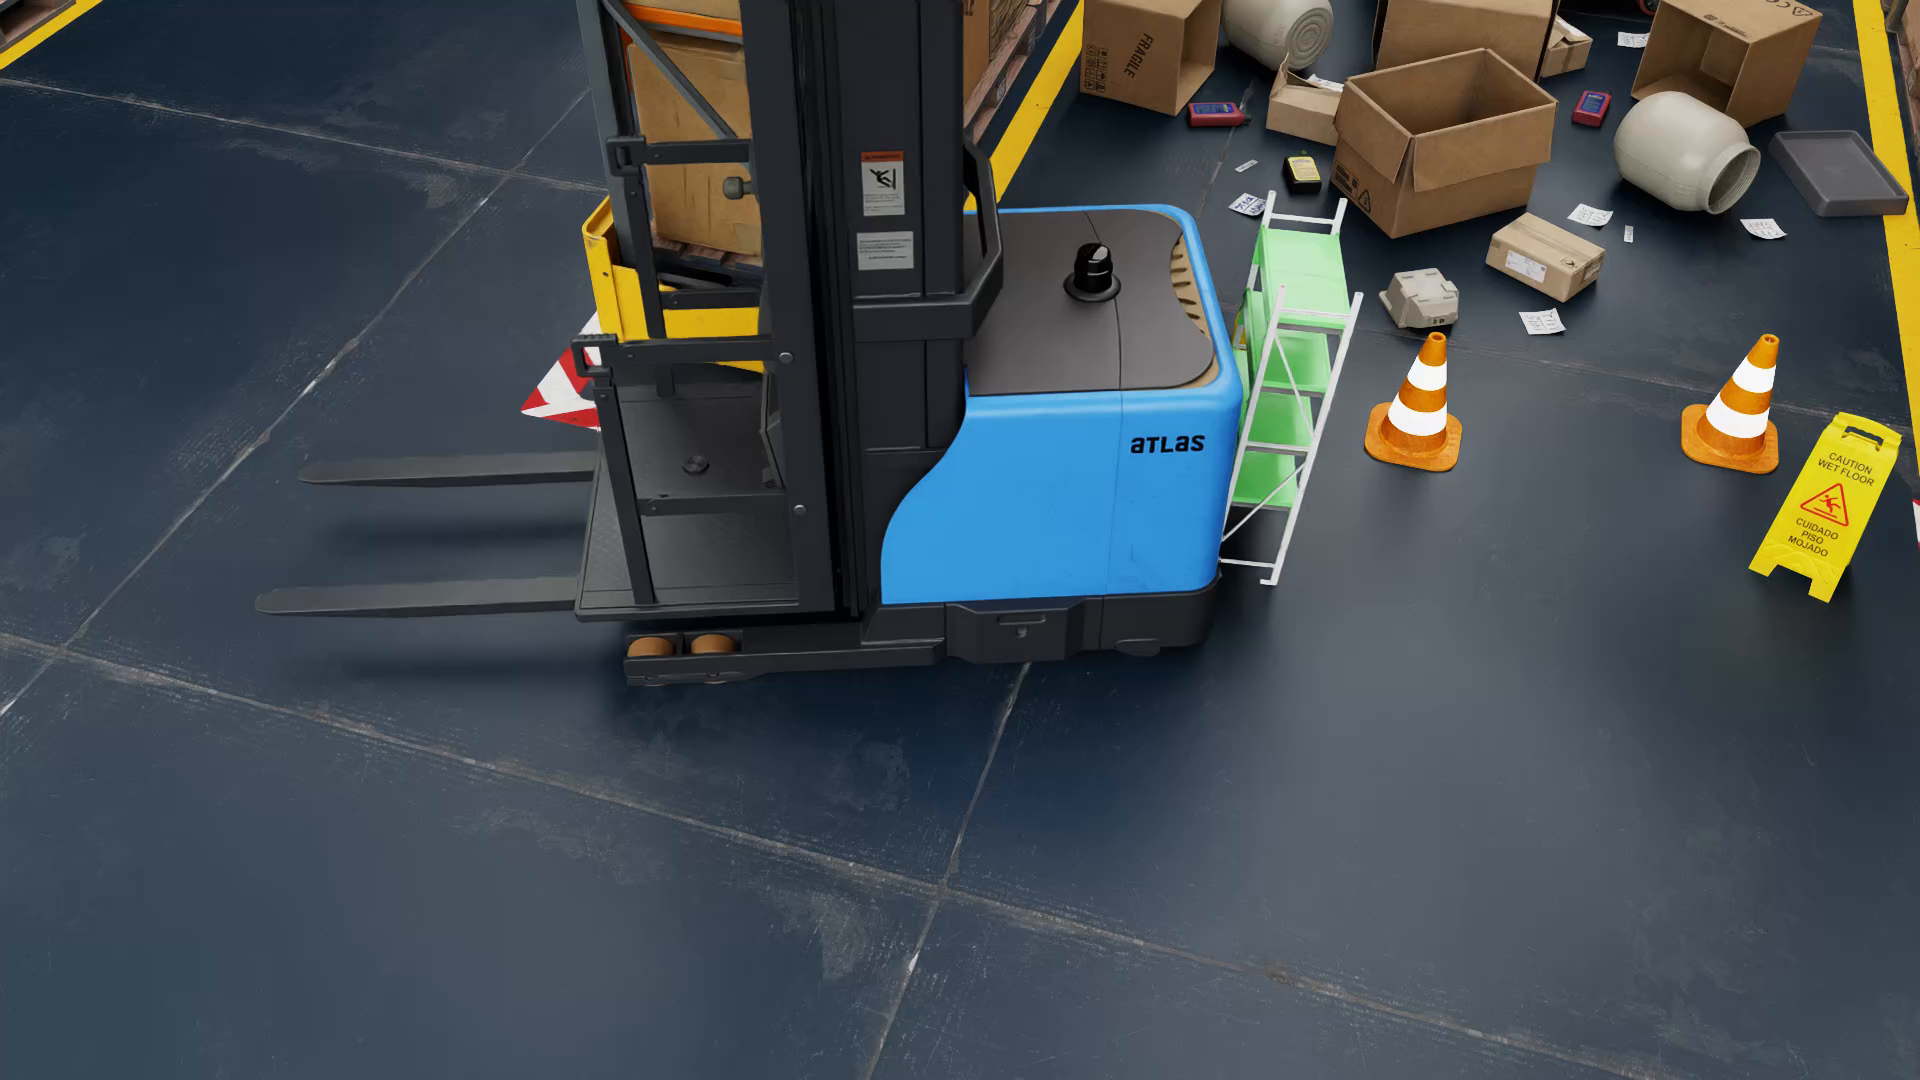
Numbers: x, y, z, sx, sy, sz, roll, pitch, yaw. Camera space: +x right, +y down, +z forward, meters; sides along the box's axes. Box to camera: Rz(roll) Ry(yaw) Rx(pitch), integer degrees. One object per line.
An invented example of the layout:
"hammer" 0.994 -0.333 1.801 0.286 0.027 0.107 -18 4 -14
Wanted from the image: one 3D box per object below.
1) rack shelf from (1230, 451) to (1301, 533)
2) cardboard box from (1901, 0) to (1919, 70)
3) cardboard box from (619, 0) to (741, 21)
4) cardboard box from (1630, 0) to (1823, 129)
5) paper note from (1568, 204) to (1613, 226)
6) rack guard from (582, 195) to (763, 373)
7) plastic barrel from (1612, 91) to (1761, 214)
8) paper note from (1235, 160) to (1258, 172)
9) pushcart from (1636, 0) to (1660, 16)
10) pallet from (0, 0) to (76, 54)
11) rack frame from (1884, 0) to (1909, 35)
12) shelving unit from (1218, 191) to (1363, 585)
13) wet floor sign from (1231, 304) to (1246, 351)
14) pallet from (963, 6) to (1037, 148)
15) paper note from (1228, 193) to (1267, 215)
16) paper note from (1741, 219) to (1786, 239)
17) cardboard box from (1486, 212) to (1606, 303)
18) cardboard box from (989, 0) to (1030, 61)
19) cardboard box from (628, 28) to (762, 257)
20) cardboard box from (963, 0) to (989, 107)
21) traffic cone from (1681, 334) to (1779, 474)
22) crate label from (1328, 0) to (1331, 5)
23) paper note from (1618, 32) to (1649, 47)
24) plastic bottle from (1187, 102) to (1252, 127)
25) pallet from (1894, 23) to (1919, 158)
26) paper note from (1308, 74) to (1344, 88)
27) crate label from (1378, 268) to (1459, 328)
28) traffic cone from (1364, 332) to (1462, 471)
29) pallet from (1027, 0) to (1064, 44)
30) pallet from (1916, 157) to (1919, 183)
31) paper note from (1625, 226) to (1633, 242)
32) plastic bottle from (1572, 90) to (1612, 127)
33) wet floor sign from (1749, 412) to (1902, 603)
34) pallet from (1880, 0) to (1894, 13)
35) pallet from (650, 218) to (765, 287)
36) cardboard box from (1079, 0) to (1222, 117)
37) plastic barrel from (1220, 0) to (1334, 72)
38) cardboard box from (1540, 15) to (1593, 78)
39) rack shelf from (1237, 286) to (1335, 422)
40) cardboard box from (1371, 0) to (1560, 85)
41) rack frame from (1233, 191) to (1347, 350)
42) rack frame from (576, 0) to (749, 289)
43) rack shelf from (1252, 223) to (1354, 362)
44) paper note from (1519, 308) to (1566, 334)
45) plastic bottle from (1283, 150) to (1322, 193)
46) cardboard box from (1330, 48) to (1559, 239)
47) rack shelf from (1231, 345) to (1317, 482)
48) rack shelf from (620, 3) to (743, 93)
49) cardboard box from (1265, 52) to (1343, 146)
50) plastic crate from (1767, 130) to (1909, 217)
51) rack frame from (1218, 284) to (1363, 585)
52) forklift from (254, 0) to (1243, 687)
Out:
"rack shelf" 0.984 -0.245 5.563 0.258 0.148 0.480 6 45 0
"cardboard box" 4.707 -2.379 7.702 0.500 0.250 0.500 11 45 11
"cardboard box" -0.747 -2.173 5.719 0.875 0.550 0.550 13 46 13
"cardboard box" 3.522 -2.229 7.669 0.500 0.500 0.500 -24 49 -22
"paper note" 2.721 -1.403 7.170 0.148 0.019 0.142 28 51 26
"rack guard" -0.824 -0.953 6.367 1.175 0.500 0.348 13 46 13
"plastic barrel" 3.114 -1.658 7.142 0.421 0.421 0.512 -24 49 -22
"paper note" 1.285 -1.678 7.458 0.123 0.001 0.032 -33 53 -29
"pushcart" 2.955 -3.060 8.608 1.648 0.377 0.936 -2 44 -2
"pallet" -5.210 -2.569 8.224 1.003 0.211 1.213 13 46 13
"rack frame" 5.143 -3.548 7.231 1.000 3.000 0.127 13 46 13
"shelving unit" 1.007 -0.460 5.350 0.258 1.200 0.503 6 45 0
"wet floor sign" 1.062 -0.583 5.884 0.267 0.644 0.232 5 45 5
"pallet" -0.278 -2.226 7.874 1.003 0.211 1.213 13 46 13
"paper note" 1.264 -1.459 7.220 0.144 0.017 0.142 28 51 26
"paper note" 3.429 -1.334 7.092 0.142 0.019 0.148 -2 44 -2
"cardboard box" 2.403 -1.164 6.833 0.250 0.149 0.380 -33 53 -29
"cardboard box" -0.132 -2.914 7.802 0.875 0.875 0.875 13 46 13
"cardboard box" -0.674 -1.720 6.581 0.875 0.875 0.875 13 46 13
"cardboard box" -0.410 -2.306 7.181 0.875 0.875 0.875 12 46 12
"traffic cone" 2.832 -0.535 5.966 0.336 0.463 0.334 13 46 13
"crate label" 1.719 -2.721 8.433 0.298 0.136 0.250 -16 47 -16
"paper note" 3.356 -2.495 8.278 0.148 0.019 0.142 13 46 13
"plastic bottle" 1.206 -1.977 7.727 0.283 0.061 0.133 -2 44 -2
"pallet" 4.973 -2.096 7.741 1.003 0.211 1.213 13 46 13
"paper note" 1.727 -2.172 7.954 0.172 0.023 0.155 28 51 26
"crate label" 1.850 -0.964 6.637 0.250 0.136 0.298 -9 45 -9
"traffic cone" 1.671 -0.543 5.974 0.336 0.463 0.334 13 46 13
"pallet" 0.090 -3.042 8.708 1.003 0.211 1.213 13 46 13
"pallet" 4.606 -1.280 6.907 1.003 0.211 1.213 13 46 13
"paper note" 2.845 -1.302 7.074 0.032 0.001 0.123 13 46 13
"plastic bottle" 2.965 -2.035 7.786 0.133 0.061 0.283 20 48 19
"wet floor sign" 2.854 -0.140 5.432 0.267 0.644 0.232 28 51 26
"pallet" 5.377 -3.071 8.737 1.003 0.211 1.213 13 46 13
"pallet" -0.649 -1.416 7.046 1.003 0.211 1.213 13 46 13
"cardboard box" 0.903 -2.384 7.828 0.500 0.500 0.500 20 48 19
"plastic barrel" 1.513 -2.527 8.030 0.421 0.421 0.512 -24 49 -22
"cardboard box" 2.851 -2.482 8.097 0.258 0.266 0.396 -16 47 -16
"rack shelf" 1.020 -0.585 5.226 0.258 0.148 0.480 6 45 0
"cardboard box" 2.326 -2.370 7.715 0.797 0.637 0.503 13 46 13
"rack frame" 1.024 -0.630 5.523 0.240 1.200 0.015 6 45 0
"rack frame" -0.817 -1.863 5.509 1.000 3.000 0.127 13 46 13
"rack shelf" 1.037 -0.755 5.058 0.258 0.148 0.480 6 45 0
"paper note" 2.321 -0.872 6.620 0.148 0.019 0.142 -2 44 -2
"plastic bottle" 1.513 -1.641 7.383 0.133 0.061 0.283 -2 44 -2
"cardboard box" 2.051 -1.697 7.124 0.797 0.503 0.637 -16 47 -16
"rack shelf" 1.002 -0.415 5.394 0.258 0.148 0.480 6 45 0
"rack shelf" -0.211 -2.939 7.123 1.077 0.370 4.000 13 46 13
"cardboard box" 1.629 -2.016 7.620 0.396 0.266 0.258 20 48 19
"plastic crate" 3.886 -1.632 7.360 0.402 0.080 0.583 -2 44 -2
"rack frame" 0.989 -0.290 5.176 0.240 1.200 0.015 6 45 0
"forklift" -0.722 -0.965 4.641 3.031 2.935 1.130 -2 44 -2
